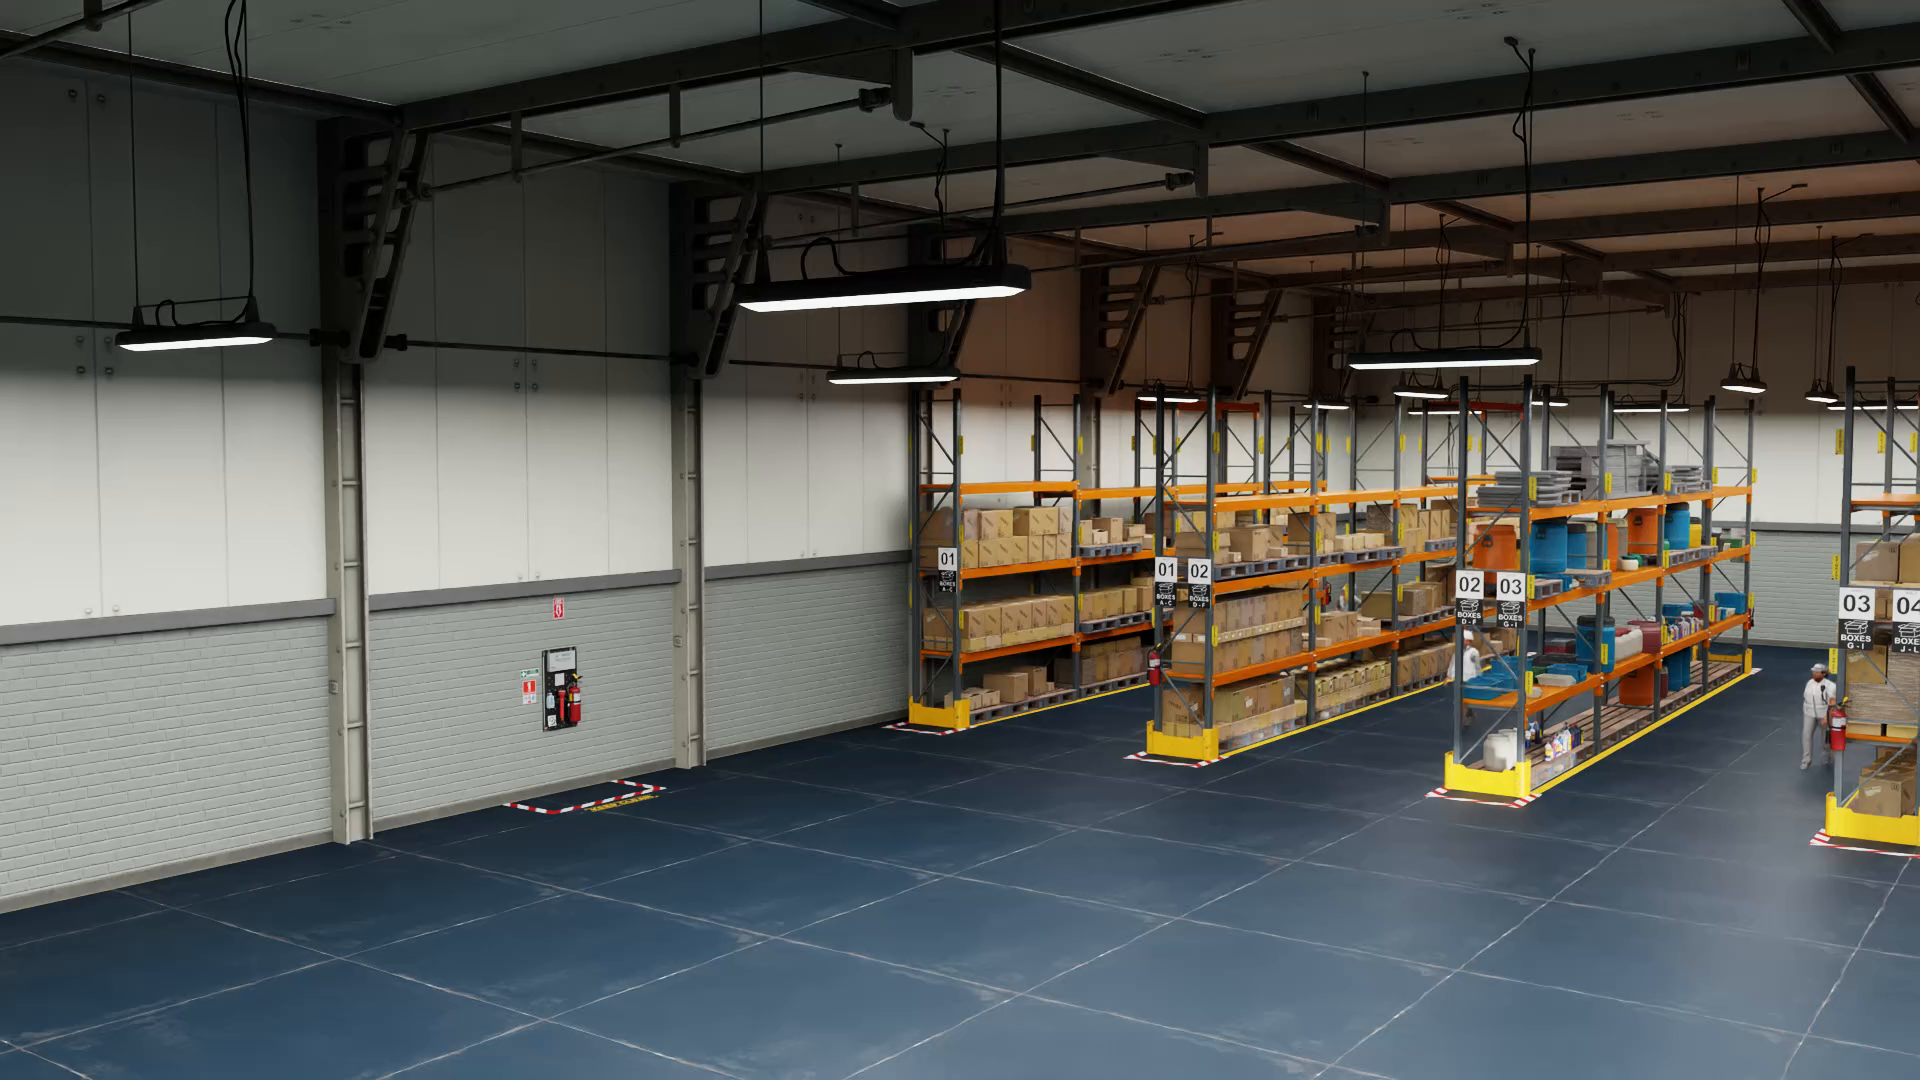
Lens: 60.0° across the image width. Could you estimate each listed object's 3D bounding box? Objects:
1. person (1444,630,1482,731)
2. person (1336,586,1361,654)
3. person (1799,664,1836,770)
[{"bbox_3d":[8.809,2.449,29.234,1.005,1.711,0.597,-3,4,-38],"label":"person"},{"bbox_3d":[9.289,1.907,39.644,0.686,1.685,0.645,3,4,43],"label":"person"},{"bbox_3d":[13.255,2.711,25.656,0.462,1.603,1.030,2,4,37],"label":"person"}]
